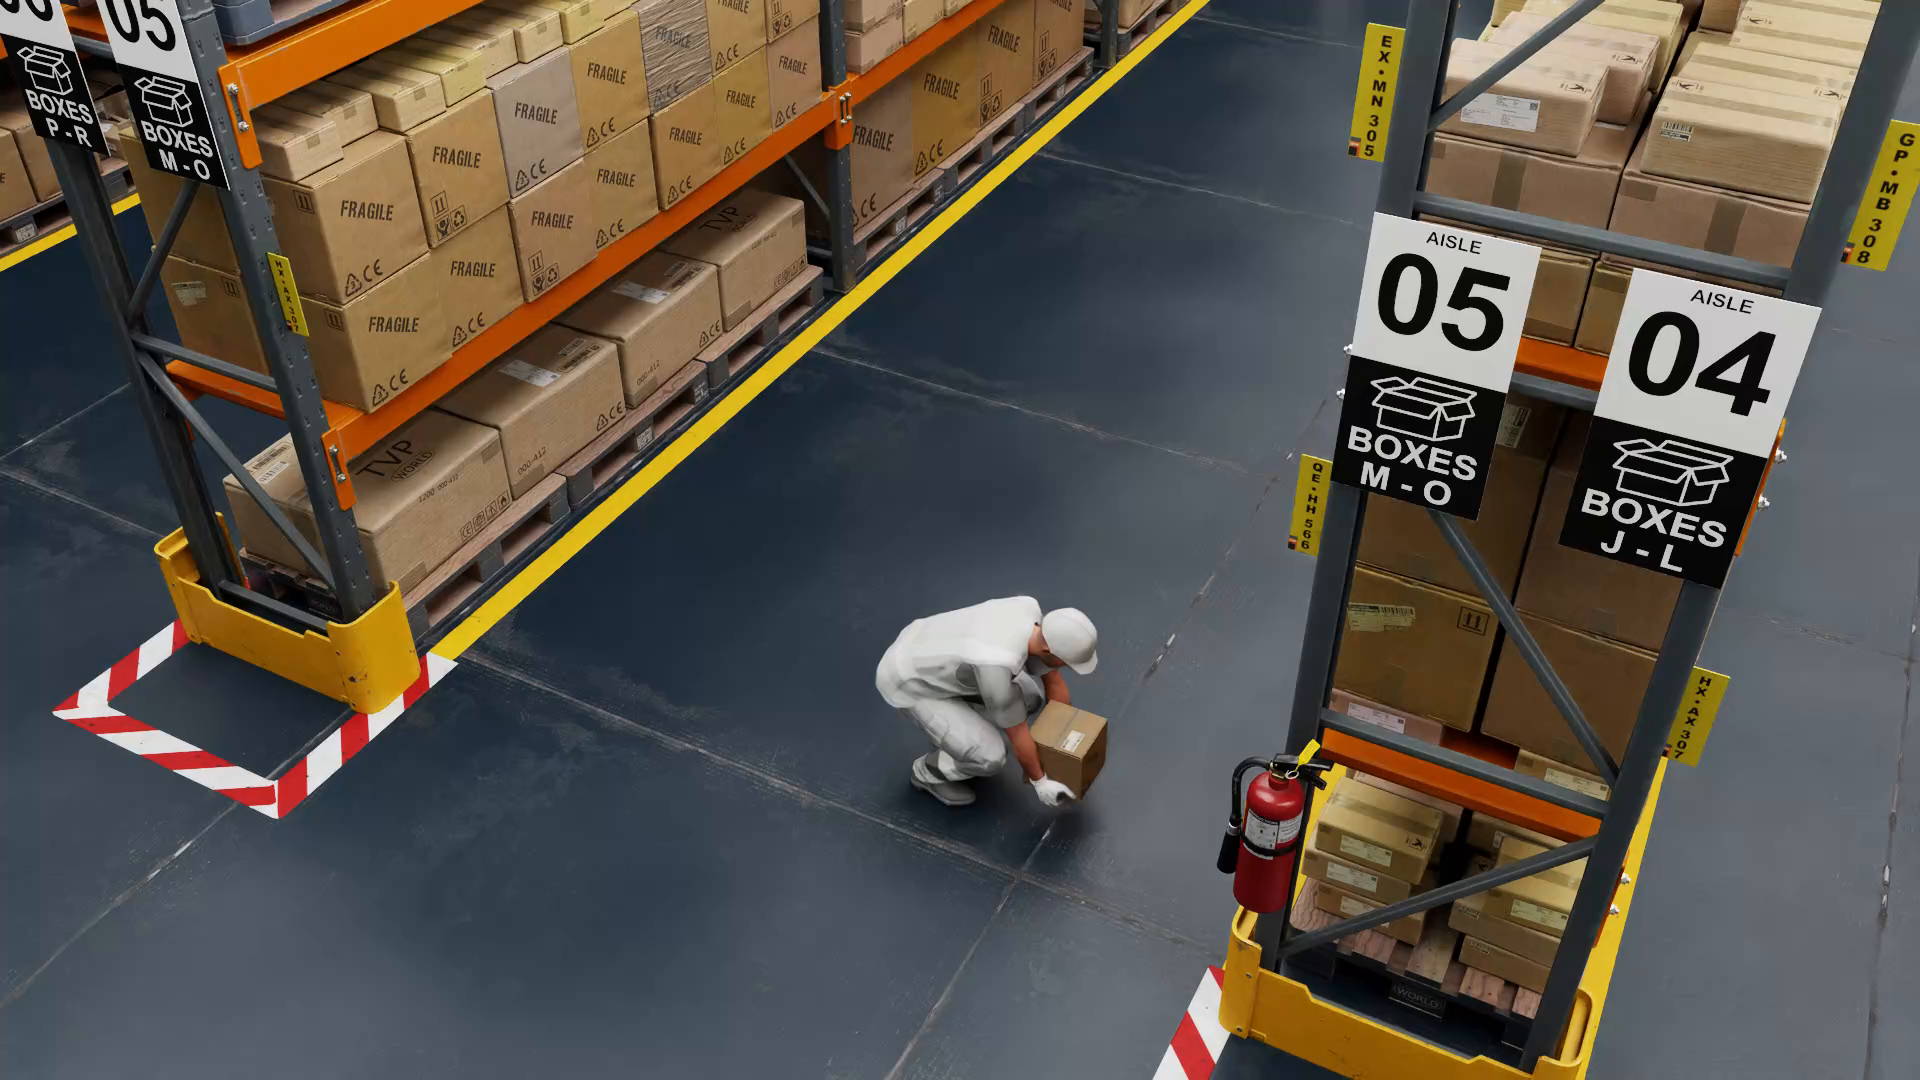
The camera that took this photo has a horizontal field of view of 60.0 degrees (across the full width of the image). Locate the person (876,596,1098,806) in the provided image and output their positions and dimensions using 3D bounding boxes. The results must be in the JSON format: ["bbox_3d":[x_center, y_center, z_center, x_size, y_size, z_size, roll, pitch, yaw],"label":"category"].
[{"bbox_3d":[0.120,0.606,6.601,0.903,0.994,0.541,17,41,20],"label":"person"}]
